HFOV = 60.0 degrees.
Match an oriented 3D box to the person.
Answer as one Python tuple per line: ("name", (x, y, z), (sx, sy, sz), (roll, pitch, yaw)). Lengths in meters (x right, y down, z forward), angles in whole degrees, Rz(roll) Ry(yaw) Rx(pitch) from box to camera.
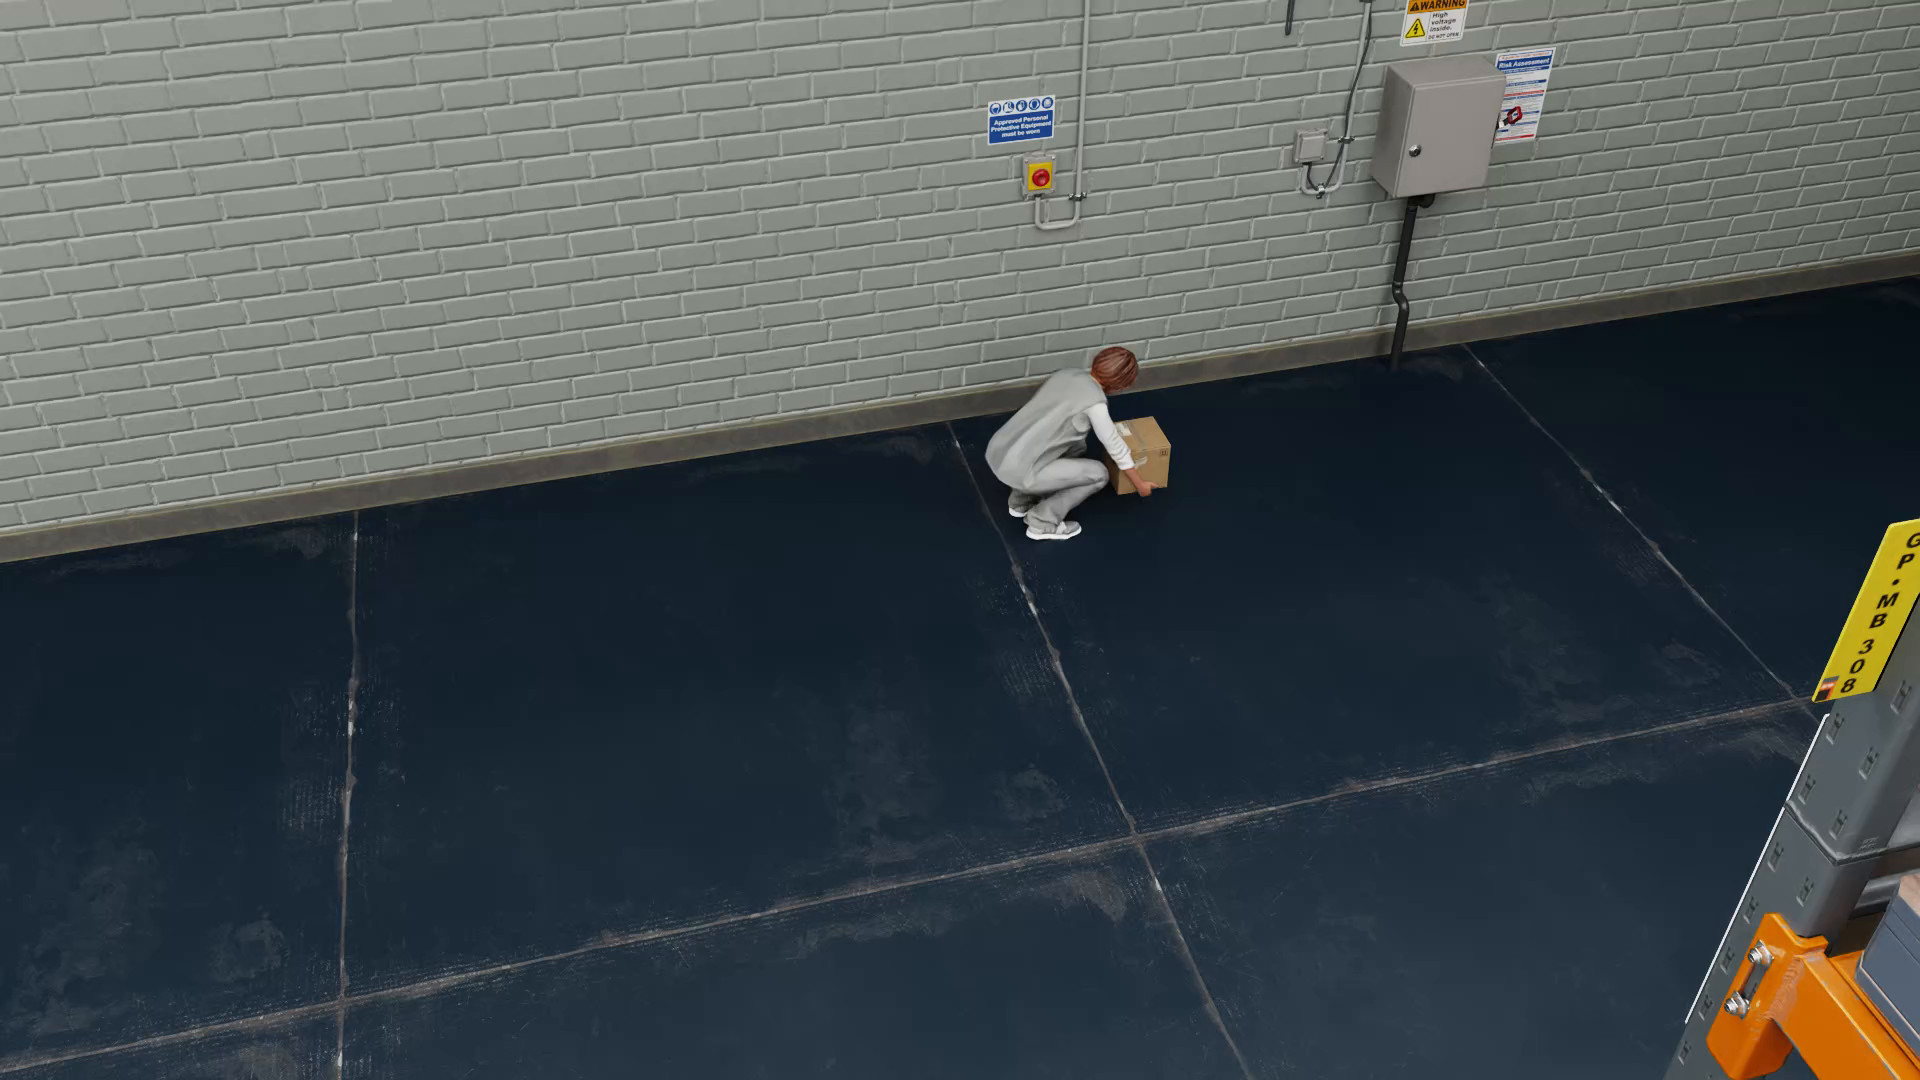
("person", (0.519, -0.450, 7.852), (0.822, 0.894, 0.423), (-10, 40, -13))
